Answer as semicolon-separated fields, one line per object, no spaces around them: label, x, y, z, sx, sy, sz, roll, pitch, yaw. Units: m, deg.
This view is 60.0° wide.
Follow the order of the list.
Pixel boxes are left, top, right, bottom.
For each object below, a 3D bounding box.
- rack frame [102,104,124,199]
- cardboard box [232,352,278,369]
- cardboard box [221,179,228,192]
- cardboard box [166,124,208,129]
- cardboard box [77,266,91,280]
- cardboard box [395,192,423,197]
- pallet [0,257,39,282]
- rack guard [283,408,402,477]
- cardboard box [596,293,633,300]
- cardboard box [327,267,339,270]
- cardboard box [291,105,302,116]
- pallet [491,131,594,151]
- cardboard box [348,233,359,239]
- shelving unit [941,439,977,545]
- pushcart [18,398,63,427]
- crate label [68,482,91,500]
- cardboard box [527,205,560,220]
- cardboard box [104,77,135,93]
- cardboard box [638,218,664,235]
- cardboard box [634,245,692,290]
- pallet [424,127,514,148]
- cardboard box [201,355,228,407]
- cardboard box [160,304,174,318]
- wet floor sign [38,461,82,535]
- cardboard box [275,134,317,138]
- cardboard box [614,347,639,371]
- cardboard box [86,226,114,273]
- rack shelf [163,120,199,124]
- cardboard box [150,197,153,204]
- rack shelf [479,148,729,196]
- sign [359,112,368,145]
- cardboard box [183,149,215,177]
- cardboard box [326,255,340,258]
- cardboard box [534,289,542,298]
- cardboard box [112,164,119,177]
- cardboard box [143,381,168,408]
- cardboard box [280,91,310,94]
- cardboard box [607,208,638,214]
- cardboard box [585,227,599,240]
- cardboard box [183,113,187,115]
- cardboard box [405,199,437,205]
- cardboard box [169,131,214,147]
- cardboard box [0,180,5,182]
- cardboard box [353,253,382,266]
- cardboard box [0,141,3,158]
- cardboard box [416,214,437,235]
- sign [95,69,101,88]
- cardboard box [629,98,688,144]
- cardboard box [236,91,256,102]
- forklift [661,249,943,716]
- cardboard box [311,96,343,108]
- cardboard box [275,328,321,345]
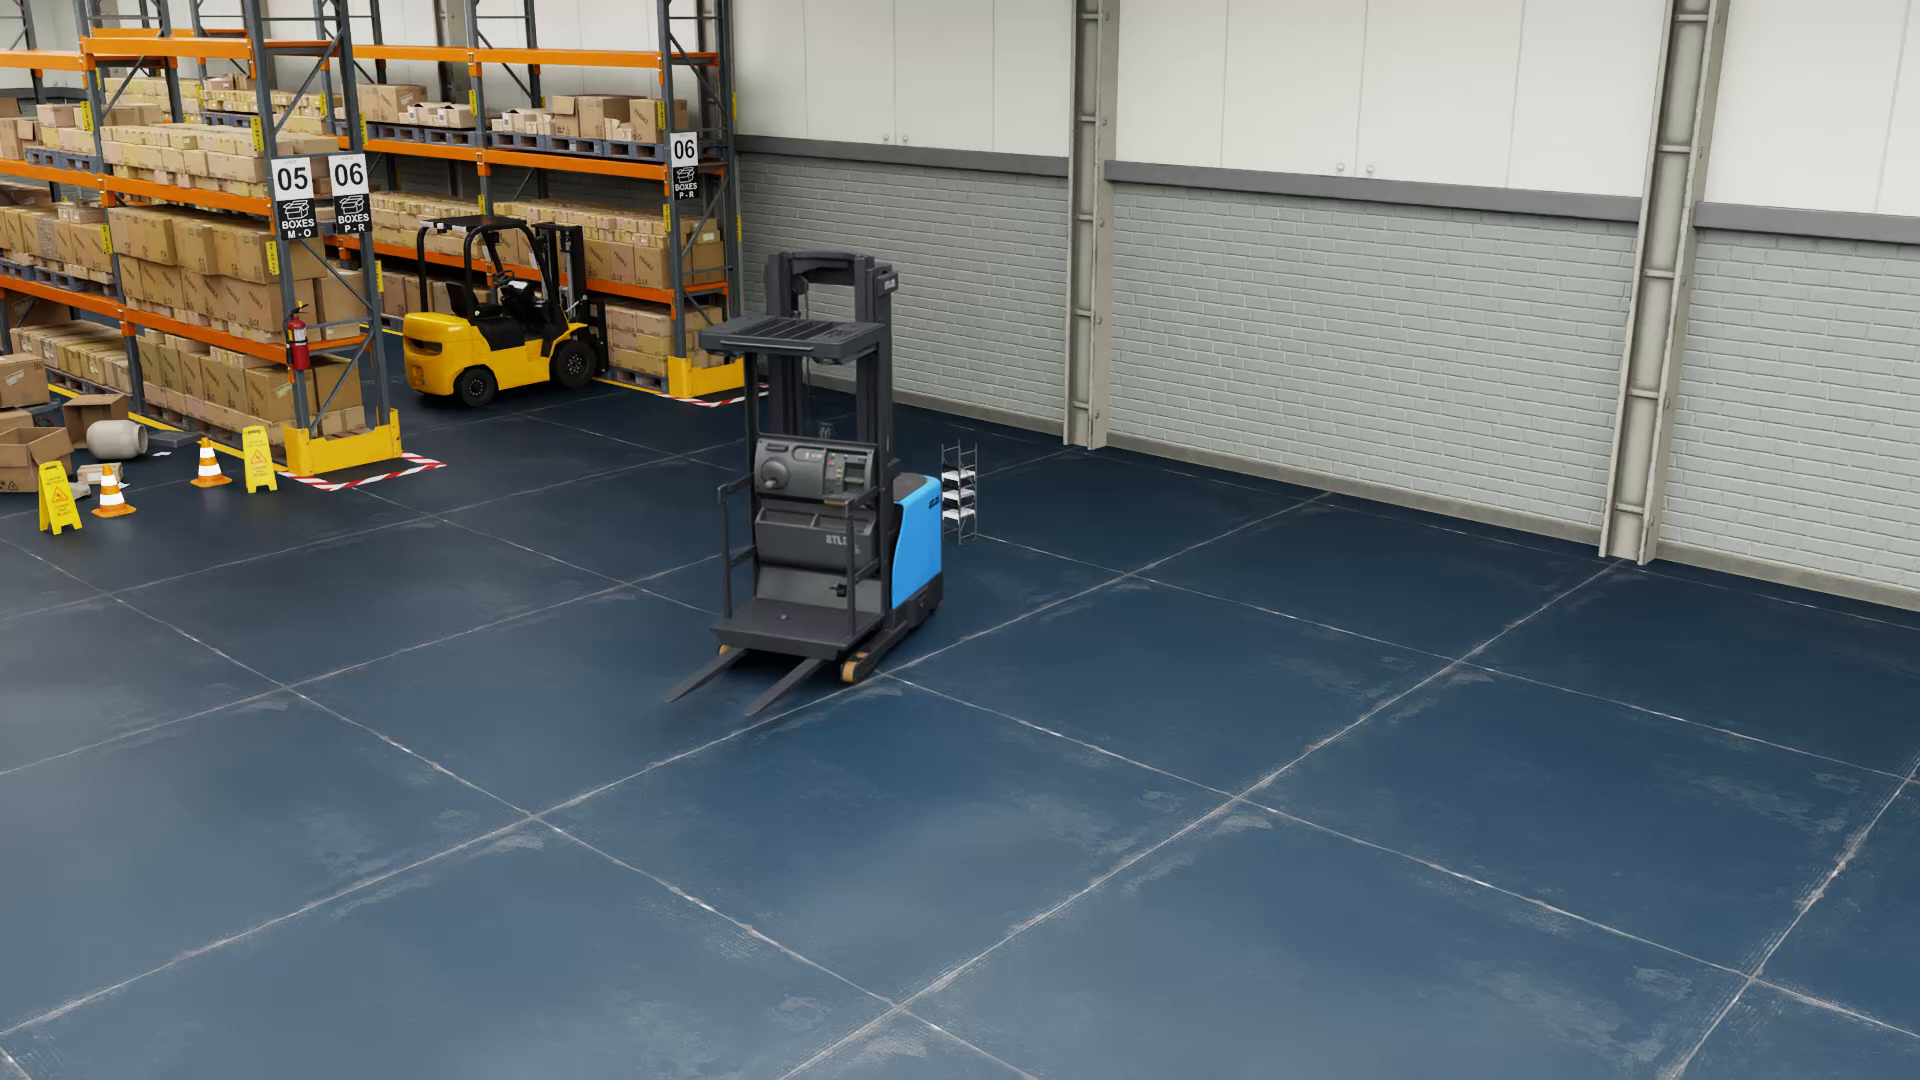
rack frame;-15.139;-6.564;30.835;0.127;3.000;1.000;15;23;39
cardboard box;-7.556;-1.944;17.818;0.250;0.149;0.380;16;24;41
cardboard box;-7.446;-3.715;17.316;0.250;0.149;0.380;15;23;40
cardboard box;-8.829;-4.671;19.011;0.250;0.149;0.380;14;23;38
cardboard box;-10.426;-3.252;20.122;0.250;0.149;0.380;15;23;38
cardboard box;-8.355;-5.202;25.306;0.250;0.149;0.380;15;23;39
pallet;-11.844;-3.623;21.887;1.003;0.211;1.213;15;23;39
rack guard;-6.521;-1.051;17.598;0.348;0.500;1.175;15;23;39
cardboard box;-4.528;-3.163;22.319;0.500;0.250;0.500;14;23;38
cardboard box;-7.024;-2.678;17.934;0.500;0.500;0.500;16;24;41
cardboard box;-10.156;-6.677;25.824;0.250;0.149;0.380;15;23;39
pallet;-5.509;-5.376;22.282;1.213;0.211;1.003;15;23;39
cardboard box;-8.986;-4.742;25.341;0.500;0.250;0.500;15;23;39
shelving unit;-0.006;-0.431;14.981;0.210;0.900;0.258;15;23;39
pushcart;-10.932;-1.255;18.442;0.936;0.377;1.648;7;19;21
crate label;-8.754;-0.482;16.404;0.298;0.136;0.250;4;18;11
cardboard box;-5.546;-4.366;22.179;0.250;0.149;0.380;16;23;40
cardboard box;-14.974;-8.156;29.824;0.500;0.250;0.500;15;23;39
cardboard box;-3.785;-3.917;20.764;0.250;0.149;0.380;15;23;39
cardboard box;-3.715;-3.438;20.821;0.500;0.500;0.500;14;23;38
pallet;-6.832;-5.667;23.367;1.217;0.209;0.805;14;22;37
cardboard box;-8.002;-1.783;18.383;0.500;0.500;0.500;14;23;38
cardboard box;-8.829;-2.632;18.862;0.250;0.149;0.380;16;24;41
wet floor sign;-8.338;-0.407;15.328;0.232;0.644;0.267;11;20;30
cardboard box;-6.940;-4.146;17.356;0.250;0.149;0.380;15;23;39
cardboard box;-4.099;-2.366;21.458;0.500;0.250;0.500;15;23;39
cardboard box;-9.954;-3.461;19.707;0.500;0.500;0.500;15;23;38
rack shelf;-13.644;-7.249;29.225;4.000;0.370;1.077;15;23;39
cardboard box;-14.284;-6.114;29.832;0.250;0.149;0.380;15;23;40
rack shelf;-4.668;-4.840;21.633;4.000;0.370;1.077;15;23;39
sign;-6.104;-4.197;16.972;0.005;0.325;0.100;15;23;39
cardboard box;-7.792;-3.974;17.471;0.500;0.250;0.500;16;24;41
cardboard box;-10.086;-4.428;26.471;0.250;0.149;0.380;14;22;37
cardboard box;-5.635;-3.247;22.584;0.500;0.250;0.500;15;23;39
cardboard box;-9.385;-4.221;18.910;0.250;0.149;0.380;15;23;38
cardboard box;-9.194;-1.741;19.489;0.500;0.250;0.500;14;22;37
cardboard box;-10.676;-7.123;26.702;0.250;0.149;0.380;16;23;41
cardboard box;-4.420;-4.283;21.918;0.250;0.149;0.380;15;23;40
cardboard box;-4.593;-3.966;21.413;0.250;0.149;0.380;15;23;40
cardboard box;-12.989;-7.182;28.239;0.250;0.149;0.380;16;24;41
cardboard box;-7.882;-4.897;24.344;0.250;0.149;0.380;15;23;39
cardboard box;-8.219;-4.290;17.809;0.250;0.149;0.380;16;23;40
cardboard box;-13.784;-4.819;23.520;0.500;0.500;0.500;16;23;40
cardboard box;-9.520;-4.510;26.729;0.250;0.149;0.380;16;24;41
cardboard box;-12.134;-5.046;21.317;0.258;0.266;0.396;15;23;39
cardboard box;-7.469;-4.567;23.966;0.500;0.250;0.500;16;23;40
sign;-15.499;-8.287;29.862;0.005;0.325;0.100;15;23;39
cardboard box;-3.665;-5.110;20.271;0.500;0.500;0.500;16;24;41
cardboard box;-11.367;-7.119;26.691;0.250;0.149;0.380;15;23;40
forklift;-1.134;-0.509;11.870;1.130;2.935;3.031;7;19;20
cardboard box;-9.609;-6.650;25.244;0.250;0.149;0.380;16;24;41
cardboard box;-6.886;-2.134;17.293;0.250;0.149;0.380;16;24;41
